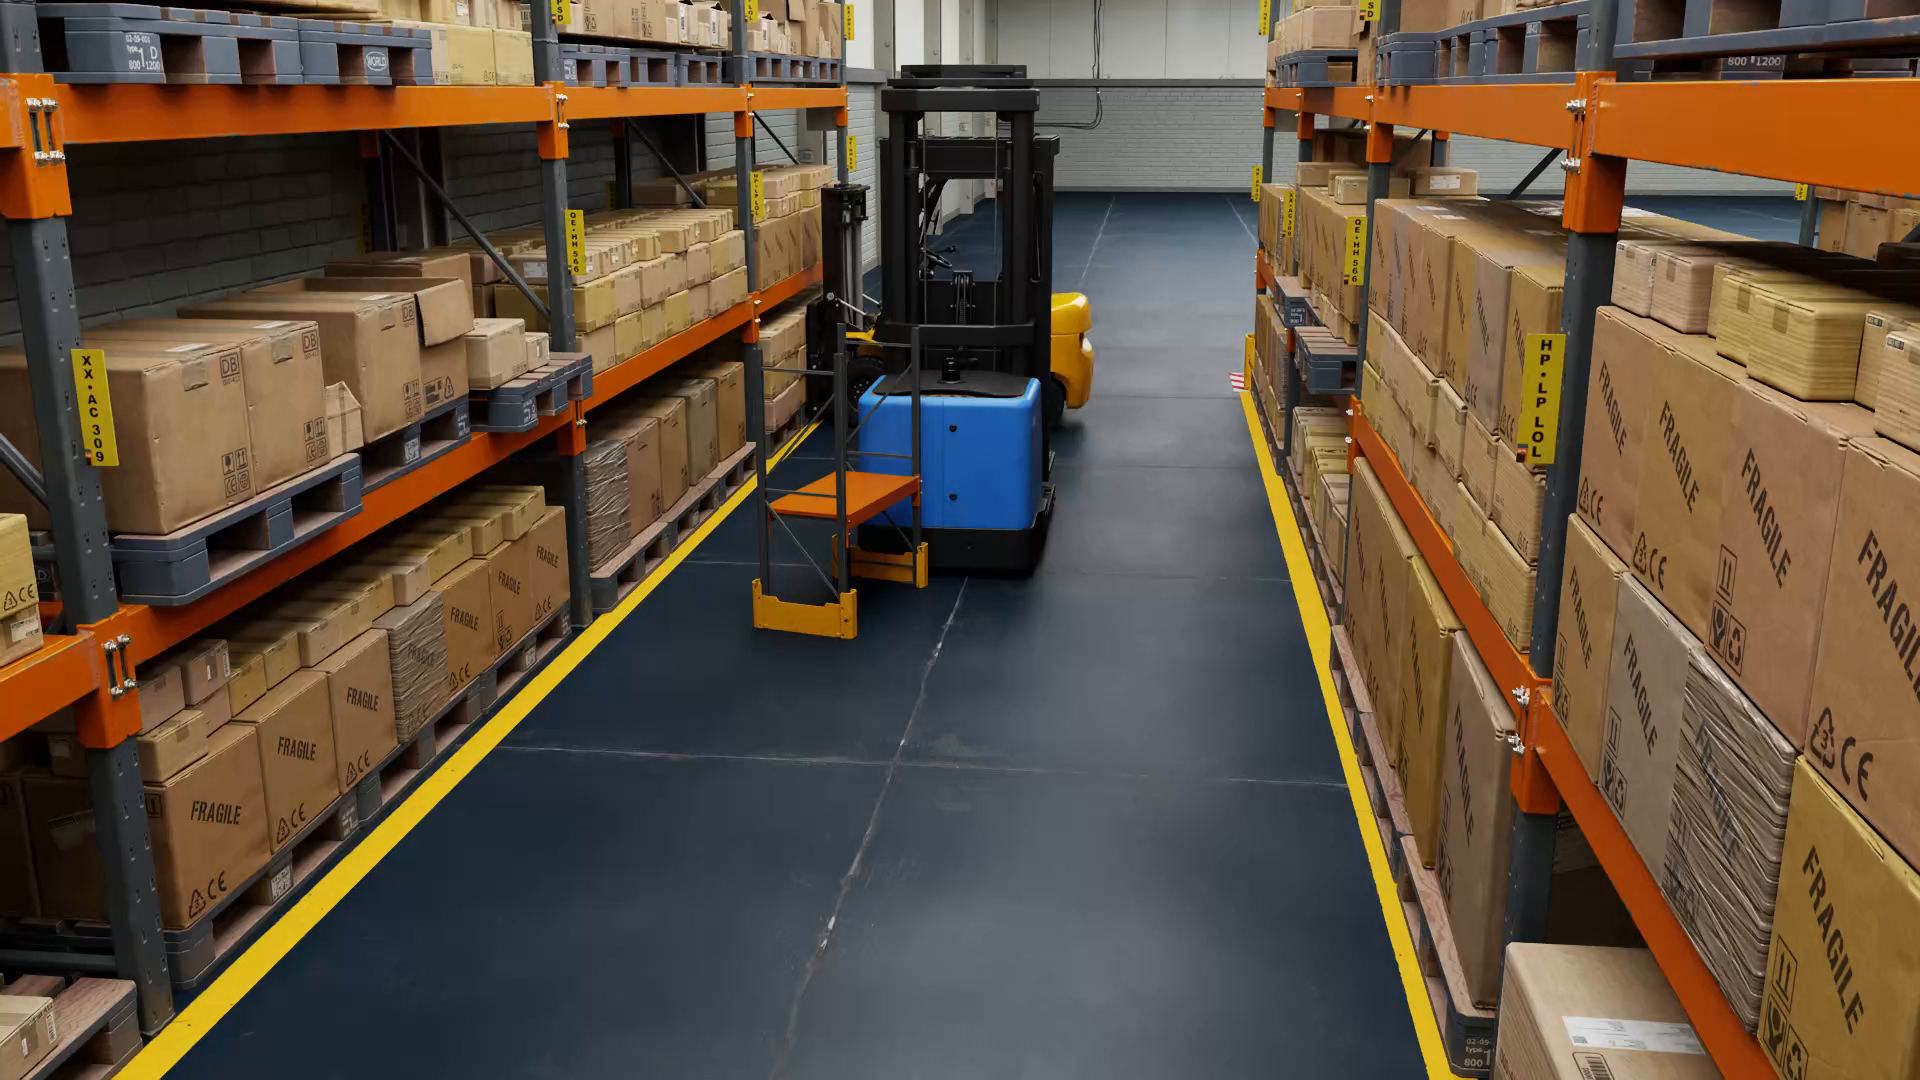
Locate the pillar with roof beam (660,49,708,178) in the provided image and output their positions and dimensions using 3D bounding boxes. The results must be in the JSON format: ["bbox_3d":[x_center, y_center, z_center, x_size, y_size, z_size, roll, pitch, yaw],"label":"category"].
[{"bbox_3d":[1.716,-5.689,14.462,9.100,9.000,0.400,2,15,6],"label":"pillar with roof beam"}]

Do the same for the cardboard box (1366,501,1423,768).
[{"bbox_3d":[2.177,0.377,6.788,0.875,0.875,0.875,2,15,7],"label":"cardboard box"}]

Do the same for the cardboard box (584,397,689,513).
[{"bbox_3d":[-2.264,-0.561,10.736,0.875,0.625,0.625,1,15,4],"label":"cardboard box"}]

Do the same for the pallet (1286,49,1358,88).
[{"bbox_3d":[2.604,-2.823,9.968,1.213,0.211,1.003,2,15,6],"label":"pallet"}]

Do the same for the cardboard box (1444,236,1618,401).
[{"bbox_3d":[1.920,-0.736,5.530,0.500,0.500,0.500,2,15,8],"label":"cardboard box"}]

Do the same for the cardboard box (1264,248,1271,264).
[{"bbox_3d":[2.902,-2.529,14.749,0.380,0.149,0.250,2,15,7],"label":"cardboard box"}]

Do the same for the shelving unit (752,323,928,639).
[{"bbox_3d":[-0.648,-0.361,9.122,0.587,1.500,1.083,6,16,20],"label":"shelving unit"}]

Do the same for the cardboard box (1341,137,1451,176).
[{"bbox_3d":[3.159,-2.674,12.126,0.700,0.500,0.500,2,15,6],"label":"cardboard box"}]

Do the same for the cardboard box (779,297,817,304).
[{"bbox_3d":[-1.428,-2.040,15.006,0.500,0.250,0.500,2,15,7],"label":"cardboard box"}]

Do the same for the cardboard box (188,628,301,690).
[{"bbox_3d":[-2.647,0.431,6.062,0.380,0.149,0.250,1,15,5],"label":"cardboard box"}]

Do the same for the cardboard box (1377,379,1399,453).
[{"bbox_3d":[2.097,-0.528,7.157,0.500,0.250,0.500,1,15,5],"label":"cardboard box"}]

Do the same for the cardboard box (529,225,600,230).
[{"bbox_3d":[-2.510,-1.919,10.579,0.380,0.149,0.250,2,15,7],"label":"cardboard box"}]

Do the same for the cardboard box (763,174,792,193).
[{"bbox_3d":[-1.631,-3.017,14.070,0.380,0.149,0.250,2,15,6],"label":"cardboard box"}]

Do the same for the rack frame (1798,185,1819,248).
[{"bbox_3d":[8.275,-2.809,15.305,1.000,3.000,0.127,2,15,6],"label":"rack frame"}]

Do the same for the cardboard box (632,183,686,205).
[{"bbox_3d":[-2.303,-2.633,12.650,0.380,0.149,0.250,2,15,6],"label":"cardboard box"}]

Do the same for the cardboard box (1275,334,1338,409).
[{"bbox_3d":[2.694,-1.290,12.713,0.500,0.500,0.500,1,15,5],"label":"cardboard box"}]

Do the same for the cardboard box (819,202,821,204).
[{"bbox_3d":[-1.450,-2.853,15.274,0.500,0.500,0.500,2,15,8],"label":"cardboard box"}]

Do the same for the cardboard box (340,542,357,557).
[{"bbox_3d":[-2.986,0.020,7.581,0.380,0.149,0.250,1,15,4],"label":"cardboard box"}]

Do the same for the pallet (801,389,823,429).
[{"bbox_3d":[-1.772,-1.213,14.743,1.003,0.211,1.213,2,15,6],"label":"pallet"}]

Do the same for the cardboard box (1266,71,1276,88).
[{"bbox_3d":[2.985,-4.179,15.105,0.380,0.149,0.250,2,15,6],"label":"cardboard box"}]

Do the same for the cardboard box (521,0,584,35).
[{"bbox_3d":[-2.149,-2.667,8.483,0.380,0.166,0.250,2,15,6],"label":"cardboard box"}]

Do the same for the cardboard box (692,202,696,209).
[{"bbox_3d":[-2.264,-2.555,12.930,0.380,0.149,0.250,1,15,5],"label":"cardboard box"}]

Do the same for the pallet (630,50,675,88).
[{"bbox_3d":[-2.379,-2.825,9.977,1.003,0.211,1.213,2,15,9],"label":"pallet"}]

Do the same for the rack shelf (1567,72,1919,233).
[{"bbox_3d":[1.765,-0.399,2.021,1.077,0.370,4.000,2,15,6],"label":"rack shelf"}]

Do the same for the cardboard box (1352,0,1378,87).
[{"bbox_3d":[2.586,-2.748,9.135,0.797,0.503,0.637,2,15,6],"label":"cardboard box"}]

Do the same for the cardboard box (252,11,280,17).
[{"bbox_3d":[-2.941,-2.150,6.645,0.380,0.149,0.250,1,15,5],"label":"cardboard box"}]

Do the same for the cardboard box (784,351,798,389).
[{"bbox_3d":[-1.622,-1.400,13.600,0.500,0.250,0.500,2,15,6],"label":"cardboard box"}]

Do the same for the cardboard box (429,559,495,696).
[{"bbox_3d":[-2.447,0.386,7.472,0.500,0.500,0.500,2,15,9],"label":"cardboard box"}]

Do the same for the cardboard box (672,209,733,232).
[{"bbox_3d":[-1.856,-2.303,11.998,0.380,0.149,0.250,2,15,8],"label":"cardboard box"}]

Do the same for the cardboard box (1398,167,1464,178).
[{"bbox_3d":[3.001,-2.294,10.589,0.380,0.149,0.250,1,15,5],"label":"cardboard box"}]

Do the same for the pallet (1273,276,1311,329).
[{"bbox_3d":[2.663,-1.605,11.218,1.003,0.211,1.213,2,15,6],"label":"pallet"}]

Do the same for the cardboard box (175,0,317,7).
[{"bbox_3d":[-2.399,-1.870,5.571,0.380,0.149,0.250,2,15,6],"label":"cardboard box"}]

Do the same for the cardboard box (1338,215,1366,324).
[{"bbox_3d":[2.218,-1.375,8.433,0.500,0.500,0.500,1,15,5],"label":"cardboard box"}]

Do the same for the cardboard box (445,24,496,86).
[{"bbox_3d":[-2.363,-2.104,7.238,0.500,0.250,0.500,2,15,6],"label":"cardboard box"}]

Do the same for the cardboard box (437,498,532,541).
[{"bbox_3d":[-2.294,-0.101,8.031,0.380,0.149,0.250,1,15,3],"label":"cardboard box"}]

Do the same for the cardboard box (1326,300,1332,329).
[{"bbox_3d":[2.224,-1.231,9.144,0.380,0.149,0.250,1,15,4],"label":"cardboard box"}]

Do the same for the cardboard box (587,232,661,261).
[{"bbox_3d":[-2.026,-1.770,10.026,0.380,0.149,0.250,2,15,7],"label":"cardboard box"}]

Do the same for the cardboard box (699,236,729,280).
[{"bbox_3d":[-1.891,-1.937,11.409,0.500,0.250,0.500,1,15,5],"label":"cardboard box"}]

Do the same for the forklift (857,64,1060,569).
[{"bbox_3d":[0.070,-1.578,10.884,1.130,2.935,3.031,2,15,6],"label":"forklift"}]

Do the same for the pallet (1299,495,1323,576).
[{"bbox_3d":[2.672,-0.026,10.354,1.003,0.211,1.213,2,15,6],"label":"pallet"}]

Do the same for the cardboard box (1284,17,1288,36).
[{"bbox_3d":[2.793,-4.097,13.273,0.380,0.149,0.250,2,15,7],"label":"cardboard box"}]

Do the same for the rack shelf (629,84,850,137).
[{"bbox_3d":[-1.813,-3.656,14.068,1.077,0.370,4.000,2,15,6],"label":"rack shelf"}]

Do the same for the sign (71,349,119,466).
[{"bbox_3d":[-2.401,-0.366,4.609,0.100,0.325,0.005,2,15,6],"label":"sign"}]

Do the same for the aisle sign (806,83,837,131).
[{"bbox_3d":[-1.288,-4.337,15.976,0.394,0.787,0.004,2,15,6],"label":"aisle sign"}]

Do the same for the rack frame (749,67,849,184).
[{"bbox_3d":[-1.587,-3.074,16.284,1.000,3.000,0.127,2,15,6],"label":"rack frame"}]

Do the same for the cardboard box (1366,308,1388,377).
[{"bbox_3d":[2.140,-0.899,7.569,0.500,0.250,0.500,2,15,6],"label":"cardboard box"}]

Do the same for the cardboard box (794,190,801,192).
[{"bbox_3d":[-1.586,-2.942,14.361,0.380,0.149,0.250,2,15,6],"label":"cardboard box"}]

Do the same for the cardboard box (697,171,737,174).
[{"bbox_3d":[-2.091,-3.164,14.614,0.380,0.149,0.250,1,15,5],"label":"cardboard box"}]

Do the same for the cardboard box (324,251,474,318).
[{"bbox_3d":[-2.703,-1.121,8.066,0.500,0.500,0.500,2,15,9],"label":"cardboard box"}]

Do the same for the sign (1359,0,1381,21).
[{"bbox_3d":[1.904,-2.568,7.676,0.100,0.325,0.005,2,15,6],"label":"sign"}]

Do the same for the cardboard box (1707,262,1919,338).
[{"bbox_3d":[1.698,-0.452,3.237,0.380,0.149,0.250,2,15,6],"label":"cardboard box"}]

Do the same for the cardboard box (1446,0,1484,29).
[{"bbox_3d":[2.550,-2.452,7.236,0.797,0.503,0.637,1,15,3],"label":"cardboard box"}]

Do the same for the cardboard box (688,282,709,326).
[{"bbox_3d":[-1.973,-1.567,10.999,0.500,0.250,0.500,2,15,7],"label":"cardboard box"}]

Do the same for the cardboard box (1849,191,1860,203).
[{"bbox_3d":[8.224,-3.162,14.255,0.875,0.550,0.550,2,15,6],"label":"cardboard box"}]

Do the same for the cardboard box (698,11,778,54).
[{"bbox_3d":[-1.703,-3.901,12.771,0.500,0.311,0.500,2,15,7],"label":"cardboard box"}]

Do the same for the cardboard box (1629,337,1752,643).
[{"bbox_3d":[1.634,-0.100,3.179,0.500,0.500,0.500,1,15,6],"label":"cardboard box"}]
